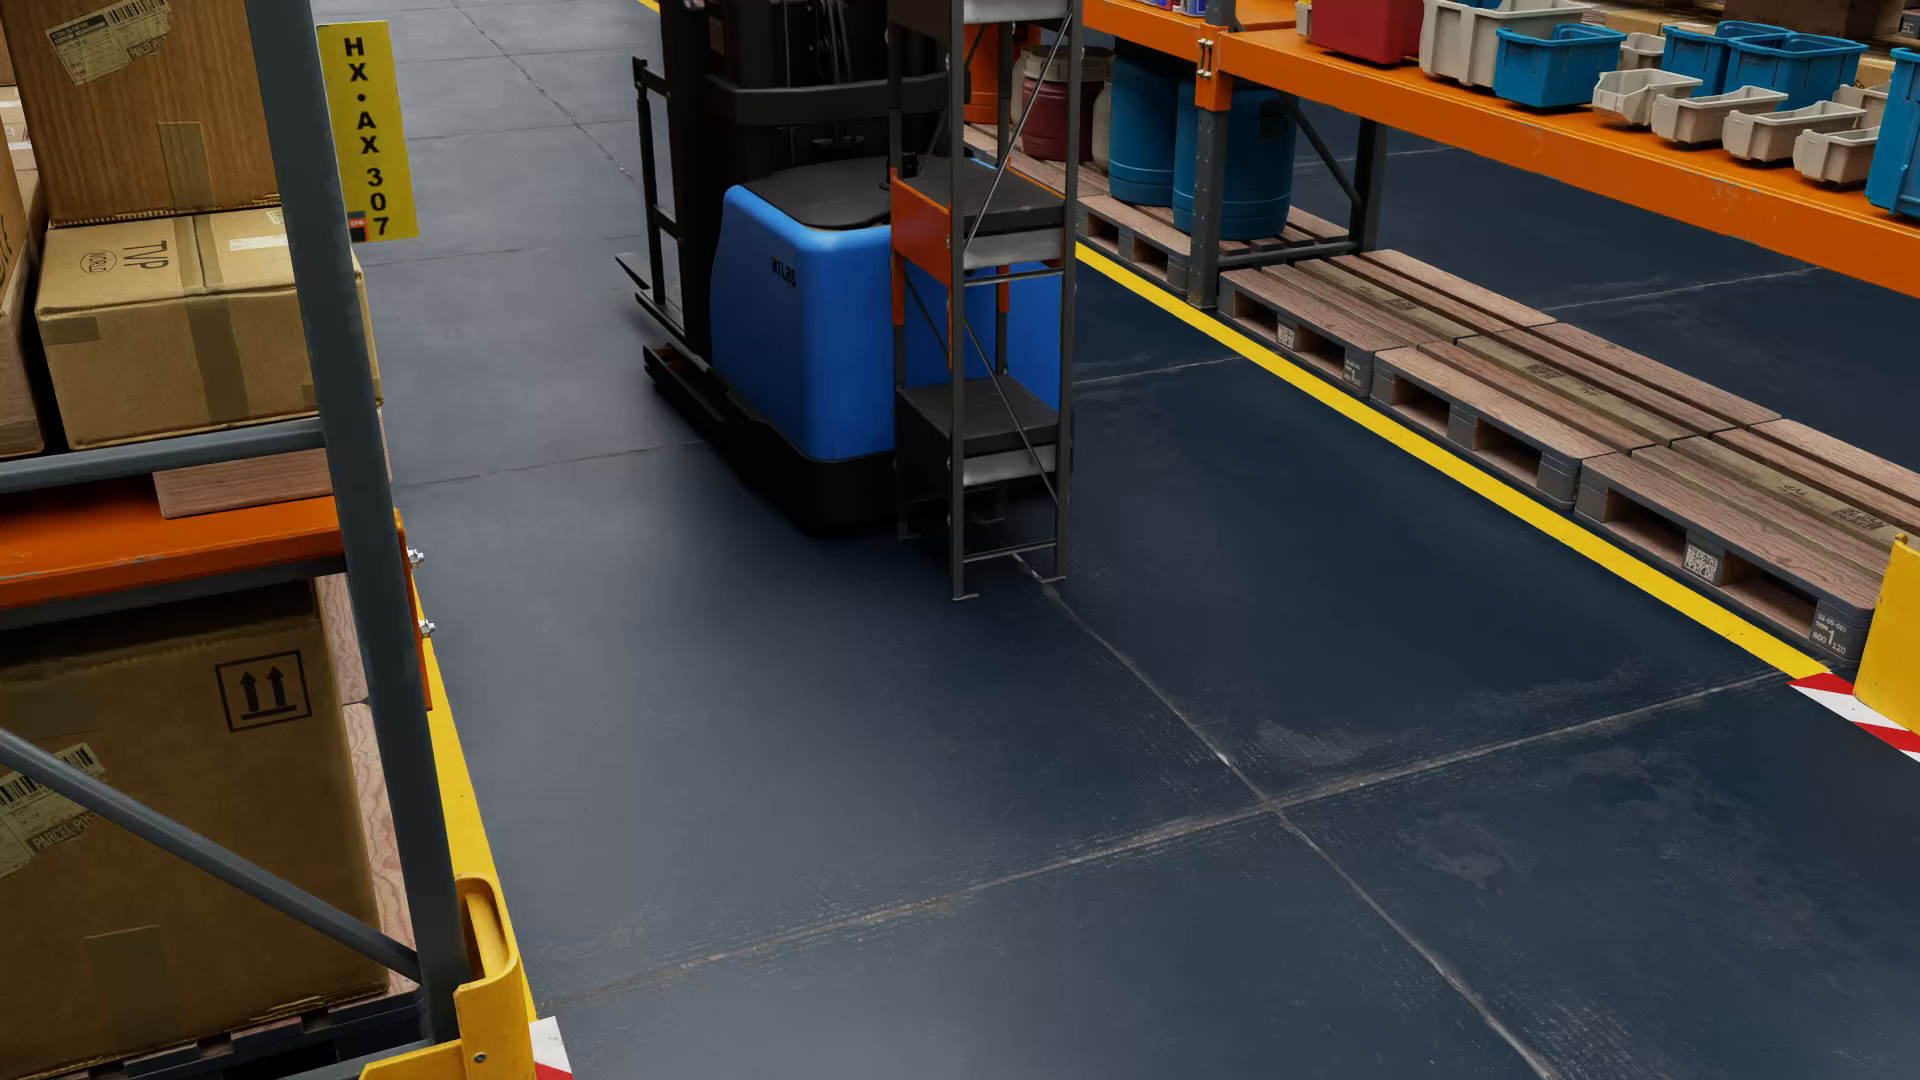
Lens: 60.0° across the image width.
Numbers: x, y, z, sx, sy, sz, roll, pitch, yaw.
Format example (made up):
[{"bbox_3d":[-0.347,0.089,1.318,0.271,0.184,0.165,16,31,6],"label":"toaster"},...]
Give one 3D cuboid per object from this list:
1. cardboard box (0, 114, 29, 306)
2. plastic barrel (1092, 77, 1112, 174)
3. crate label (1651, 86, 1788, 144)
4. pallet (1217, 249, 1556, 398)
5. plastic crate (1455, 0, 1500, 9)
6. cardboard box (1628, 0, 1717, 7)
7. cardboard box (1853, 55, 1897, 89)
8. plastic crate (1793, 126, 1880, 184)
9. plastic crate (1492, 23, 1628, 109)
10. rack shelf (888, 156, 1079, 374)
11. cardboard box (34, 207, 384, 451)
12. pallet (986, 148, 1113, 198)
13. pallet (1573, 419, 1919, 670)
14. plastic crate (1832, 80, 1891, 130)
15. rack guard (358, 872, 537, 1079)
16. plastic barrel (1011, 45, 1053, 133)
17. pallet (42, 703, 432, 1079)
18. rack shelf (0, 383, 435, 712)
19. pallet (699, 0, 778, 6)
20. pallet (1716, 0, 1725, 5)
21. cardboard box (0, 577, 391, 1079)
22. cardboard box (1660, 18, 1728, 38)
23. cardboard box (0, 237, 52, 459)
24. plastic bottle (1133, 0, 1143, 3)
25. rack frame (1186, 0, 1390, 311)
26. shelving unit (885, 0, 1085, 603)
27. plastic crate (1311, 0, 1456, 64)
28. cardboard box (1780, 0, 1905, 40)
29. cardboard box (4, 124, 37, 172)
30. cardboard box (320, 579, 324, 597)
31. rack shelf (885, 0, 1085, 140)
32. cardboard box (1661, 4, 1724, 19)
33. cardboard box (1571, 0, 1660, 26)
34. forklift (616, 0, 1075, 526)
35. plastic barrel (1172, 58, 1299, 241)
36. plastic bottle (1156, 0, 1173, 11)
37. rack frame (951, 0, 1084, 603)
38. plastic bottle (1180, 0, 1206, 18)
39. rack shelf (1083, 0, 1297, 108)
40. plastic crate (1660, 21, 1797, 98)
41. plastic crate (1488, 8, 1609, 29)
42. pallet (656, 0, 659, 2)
[{"bbox_3d":[-1.836,-0.648,2.636,0.500,0.500,0.500,-10,28,-20],"label":"cardboard box"},{"bbox_3d":[0.974,-2.382,9.567,0.421,0.512,0.421,0,26,0],"label":"plastic barrel"},{"bbox_3d":[2.436,-1.379,5.388,0.396,0.136,0.243,-11,28,-21],"label":"crate label"},{"bbox_3d":[1.911,-1.016,7.591,1.003,0.211,1.213,-11,28,-21],"label":"pallet"},{"bbox_3d":[2.084,-2.449,7.298,0.392,0.384,0.575,-11,28,-21],"label":"plastic crate"},{"bbox_3d":[5.188,-4.076,12.172,0.500,0.250,0.500,-9,28,-19],"label":"cardboard box"},{"bbox_3d":[5.690,-2.633,10.072,0.500,0.500,0.500,-11,28,-21],"label":"cardboard box"},{"bbox_3d":[2.668,-1.151,4.921,0.396,0.136,0.243,-11,28,-21],"label":"plastic crate"},{"bbox_3d":[2.114,-1.681,5.897,0.416,0.233,0.300,-11,28,-21],"label":"plastic crate"},{"bbox_3d":[0.065,-0.864,5.158,0.431,0.518,0.480,-11,28,-21],"label":"rack shelf"},{"bbox_3d":[-1.343,-0.400,2.982,0.500,0.250,0.500,-11,28,-22],"label":"cardboard box"},{"bbox_3d":[0.842,-2.118,9.848,1.003,0.211,1.213,-11,28,-21],"label":"pallet"},{"bbox_3d":[2.867,-0.031,5.573,1.003,0.211,1.213,-11,28,-21],"label":"pallet"},{"bbox_3d":[3.045,-1.427,5.486,0.250,0.136,0.298,-11,28,-21],"label":"plastic crate"},{"bbox_3d":[-1.394,1.039,3.051,1.175,0.500,0.348,-11,28,-21],"label":"rack guard"},{"bbox_3d":[0.532,-2.838,10.500,0.421,0.512,0.421,0,26,0],"label":"plastic barrel"},{"bbox_3d":[-1.789,0.850,3.768,1.003,0.211,1.213,-11,28,-21],"label":"pallet"},{"bbox_3d":[-2.187,-0.578,4.334,1.077,0.370,4.000,-11,28,-21],"label":"rack shelf"},{"bbox_3d":[-1.770,-4.814,15.370,1.003,0.211,1.213,-11,28,-21],"label":"pallet"},{"bbox_3d":[8.358,-5.431,16.633,1.003,0.211,1.213,-11,28,-21],"label":"pallet"},{"bbox_3d":[-1.728,0.428,3.398,0.875,0.875,0.875,-11,28,-21],"label":"cardboard box"},{"bbox_3d":[5.107,-3.242,11.319,0.500,0.500,0.500,-12,28,-22],"label":"cardboard box"},{"bbox_3d":[-1.837,-0.310,2.798,0.500,0.250,0.500,-11,28,-21],"label":"cardboard box"},{"bbox_3d":[0.926,-2.852,8.229,0.144,0.351,0.185,-11,28,-21],"label":"plastic bottle"},{"bbox_3d":[1.587,-2.559,7.573,1.000,3.000,0.127,-11,28,-21],"label":"rack frame"},{"bbox_3d":[0.065,-0.877,5.152,0.431,2.100,0.503,-11,28,-21],"label":"shelving unit"},{"bbox_3d":[1.706,-2.212,6.719,0.402,0.464,0.583,-11,28,-21],"label":"plastic crate"},{"bbox_3d":[5.790,-3.461,10.913,0.500,0.250,0.500,-11,28,-20],"label":"cardboard box"},{"bbox_3d":[-2.235,-0.720,3.638,0.500,0.250,0.500,-12,28,-22],"label":"cardboard box"},{"bbox_3d":[-2.433,-0.299,4.886,0.875,0.875,0.875,-11,28,-21],"label":"cardboard box"},{"bbox_3d":[0.065,-1.493,4.851,0.431,0.518,0.480,-11,28,-21],"label":"rack shelf"},{"bbox_3d":[5.365,-3.552,11.954,0.500,0.500,0.500,-12,28,-22],"label":"cardboard box"},{"bbox_3d":[4.706,-3.655,12.165,0.500,0.500,0.500,-12,28,-22],"label":"cardboard box"},{"bbox_3d":[-0.696,-1.980,6.465,1.130,2.935,3.031,-12,29,-24],"label":"forklift"},{"bbox_3d":[1.390,-2.028,8.397,0.600,0.901,0.708,-11,28,-21],"label":"plastic barrel"},{"bbox_3d":[1.003,-2.696,7.986,0.061,0.283,0.133,-11,28,-21],"label":"plastic bottle"},{"bbox_3d":[0.160,-0.778,4.951,0.400,2.100,0.015,-11,28,-21],"label":"rack frame"},{"bbox_3d":[1.136,-2.607,7.813,0.152,0.276,0.135,-11,28,-21],"label":"plastic bottle"},{"bbox_3d":[0.804,-3.044,9.385,1.077,0.370,4.000,-11,28,-21],"label":"rack shelf"},{"bbox_3d":[2.727,-1.705,5.946,0.416,0.233,0.300,-11,28,-21],"label":"plastic crate"},{"bbox_3d":[2.273,-2.057,6.789,0.437,0.125,0.590,-11,28,-21],"label":"plastic crate"},{"bbox_3d":[-2.726,-5.799,17.387,1.003,0.211,1.213,-11,28,-21],"label":"pallet"}]
